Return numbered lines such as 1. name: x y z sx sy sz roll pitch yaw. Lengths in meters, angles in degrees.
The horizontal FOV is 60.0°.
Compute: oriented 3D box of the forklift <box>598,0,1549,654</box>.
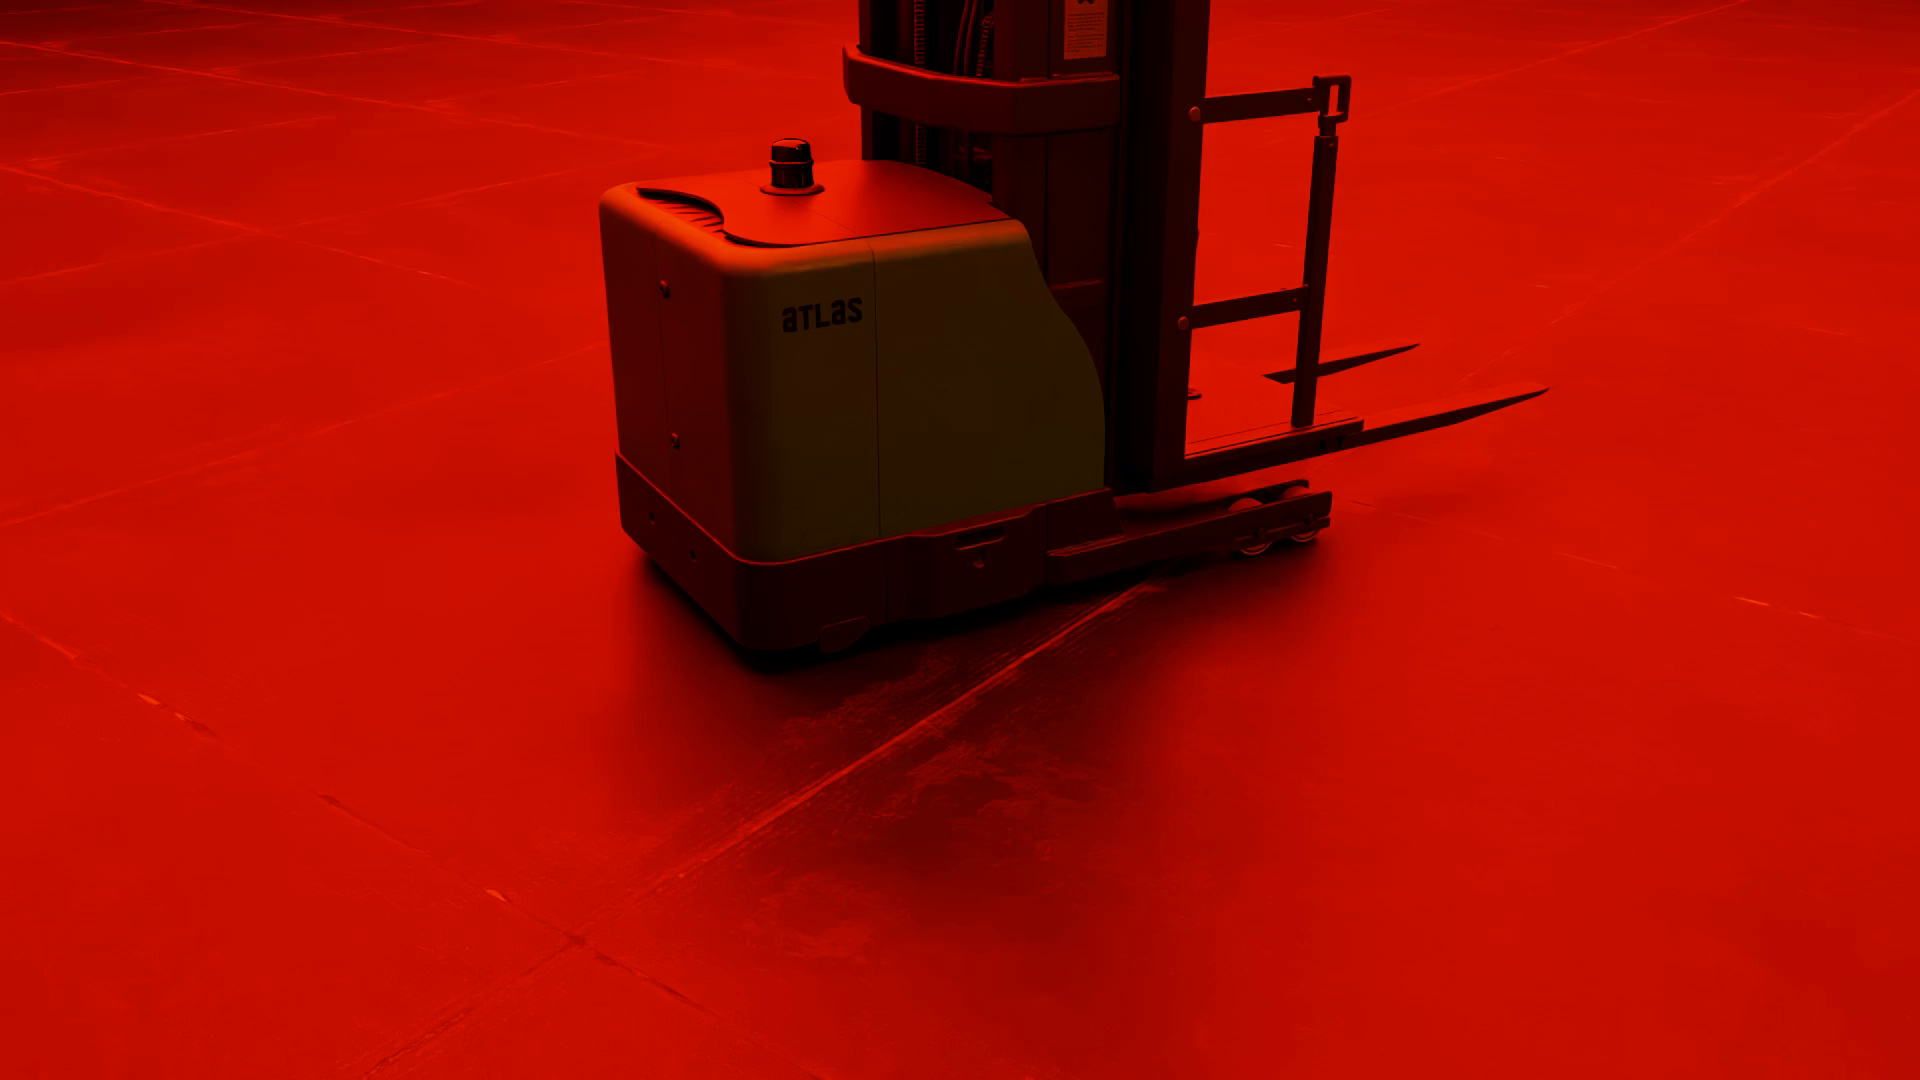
1. forklift: 0.527 -1.467 4.713 3.031 2.935 1.130 -13 27 -28
